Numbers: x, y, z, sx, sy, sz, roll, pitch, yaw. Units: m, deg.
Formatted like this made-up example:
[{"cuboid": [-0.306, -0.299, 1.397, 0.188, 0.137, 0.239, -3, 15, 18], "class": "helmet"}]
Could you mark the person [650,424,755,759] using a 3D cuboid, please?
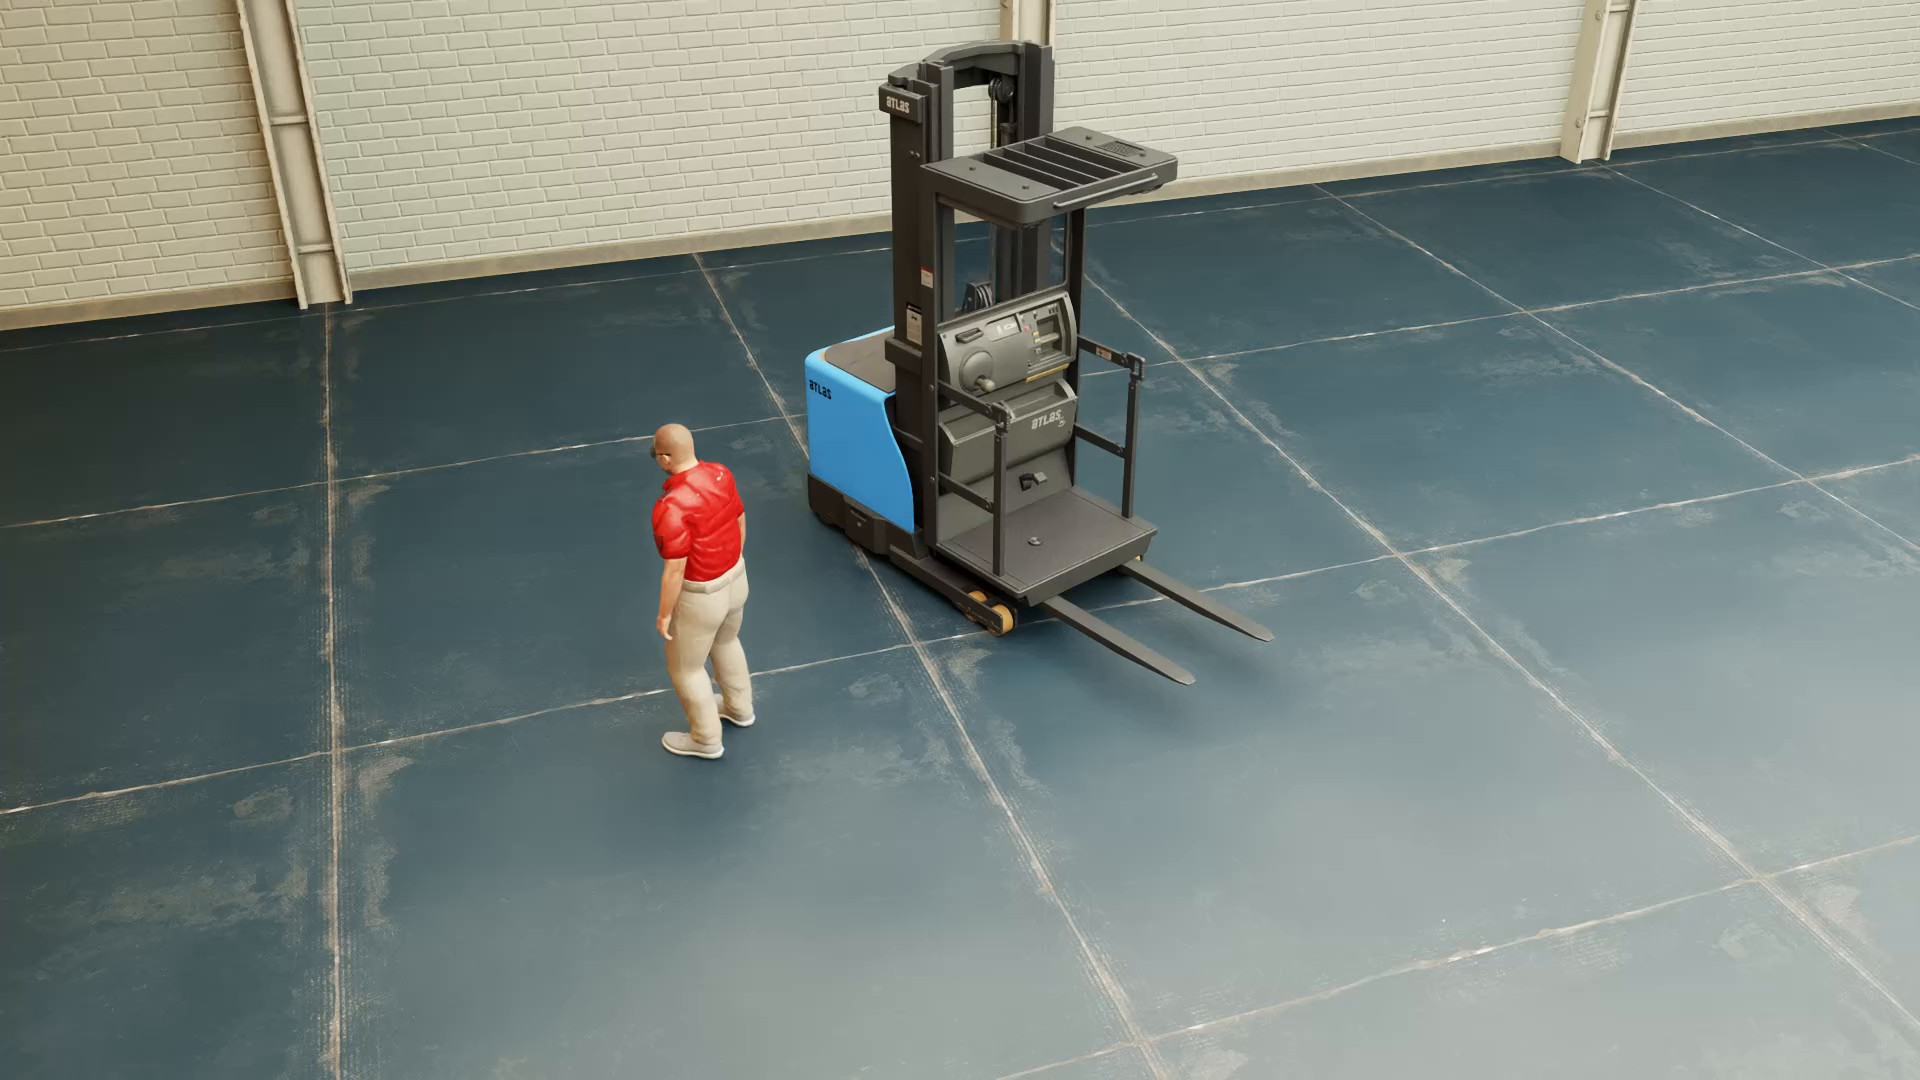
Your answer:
[{"cuboid": [-1.237, 0.236, 7.885, 0.402, 1.725, 0.599, 16, 33, 25], "class": "person"}]

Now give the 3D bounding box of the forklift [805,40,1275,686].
[{"cuboid": [0.409, -1.033, 8.882, 1.130, 2.935, 3.031, -23, 37, -34], "class": "forklift"}]
